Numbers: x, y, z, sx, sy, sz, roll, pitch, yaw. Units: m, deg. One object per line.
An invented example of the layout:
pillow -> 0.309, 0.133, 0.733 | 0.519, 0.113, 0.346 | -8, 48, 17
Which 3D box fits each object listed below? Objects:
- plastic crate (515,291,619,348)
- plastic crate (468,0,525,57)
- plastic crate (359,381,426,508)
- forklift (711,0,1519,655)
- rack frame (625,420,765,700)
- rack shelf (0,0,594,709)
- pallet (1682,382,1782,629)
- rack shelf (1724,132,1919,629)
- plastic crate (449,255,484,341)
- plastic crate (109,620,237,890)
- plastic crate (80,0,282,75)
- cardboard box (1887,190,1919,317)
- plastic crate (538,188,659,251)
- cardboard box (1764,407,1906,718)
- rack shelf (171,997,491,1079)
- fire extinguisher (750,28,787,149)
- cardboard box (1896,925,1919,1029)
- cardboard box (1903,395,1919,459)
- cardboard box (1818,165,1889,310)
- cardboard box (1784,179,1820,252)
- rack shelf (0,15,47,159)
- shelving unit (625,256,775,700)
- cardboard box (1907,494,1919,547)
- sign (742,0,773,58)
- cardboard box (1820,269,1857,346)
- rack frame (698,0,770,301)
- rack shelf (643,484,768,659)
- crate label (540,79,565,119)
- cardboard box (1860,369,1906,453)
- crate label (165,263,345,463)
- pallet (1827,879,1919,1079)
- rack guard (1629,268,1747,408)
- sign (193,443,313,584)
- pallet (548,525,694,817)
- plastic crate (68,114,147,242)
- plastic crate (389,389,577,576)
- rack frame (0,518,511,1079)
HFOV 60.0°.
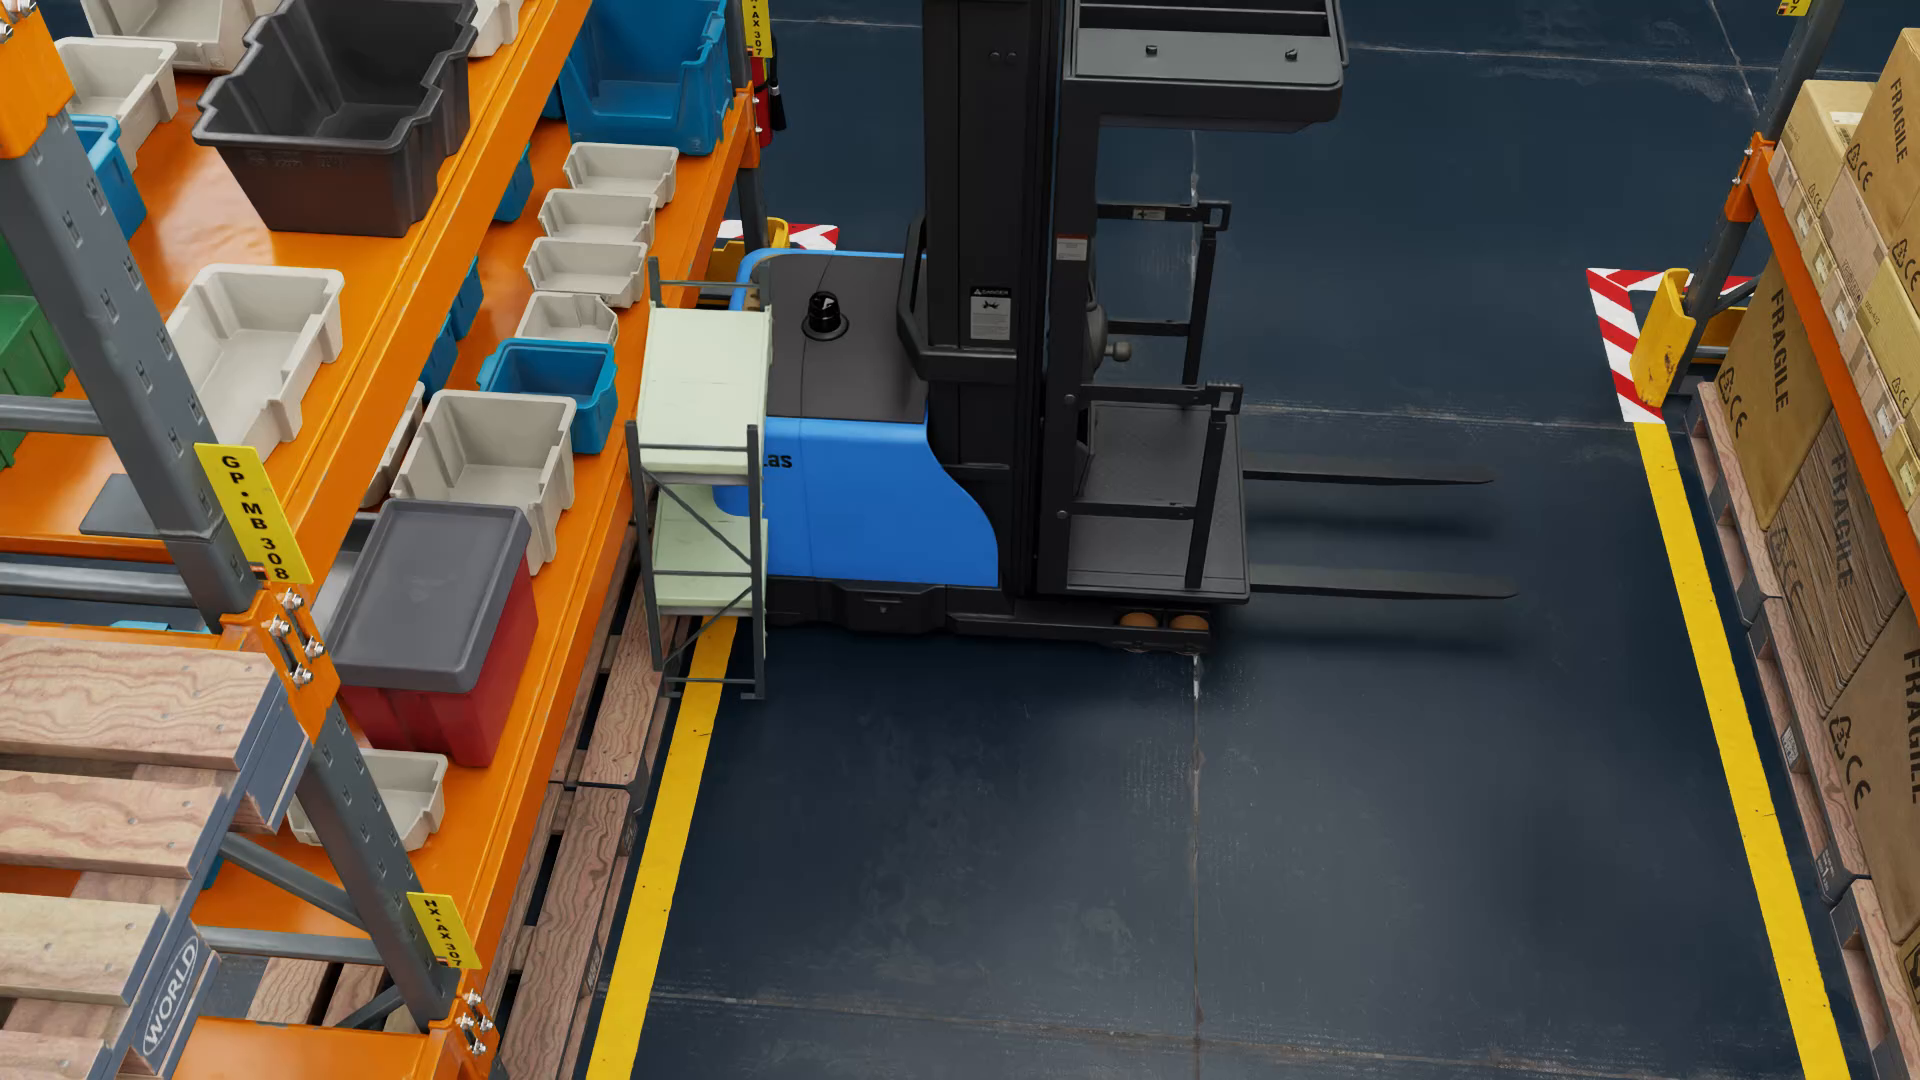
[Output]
plastic crate -> -1.288, -0.684, 5.507 | 0.298, 0.136, 0.250 | 4, 48, 4
plastic crate -> -1.284, -1.389, 4.160 | 0.437, 0.136, 0.530 | 4, 48, 4
plastic crate -> -1.848, -0.293, 5.149 | 0.293, 0.136, 0.466 | 4, 48, 4
forklift -> 0.628, -0.957, 5.665 | 3.031, 2.935, 1.130 | 3, 48, 3
rack frame -> -0.872, 0.117, 5.625 | 0.400, 1.500, 0.023 | 2, 51, -4
rack shelf -> -1.526, -1.301, 4.388 | 1.077, 0.370, 4.000 | 4, 48, 4
pallet -> 3.594, -0.134, 6.756 | 1.003, 0.211, 1.213 | 4, 48, 4
rack shelf -> 3.407, 0.044, 5.190 | 1.077, 0.370, 4.000 | 4, 48, 4
plastic crate -> -1.814, -0.838, 5.582 | 0.416, 0.233, 0.300 | 4, 48, 4
plastic crate -> -2.005, 0.557, 4.204 | 0.392, 0.384, 0.575 | 4, 48, 4
plastic crate -> -1.853, -1.366, 4.040 | 0.437, 0.282, 0.530 | 4, 48, 4
cardboard box -> 3.190, -0.888, 4.947 | 0.500, 0.500, 0.500 | 3, 48, 2
plastic crate -> -1.278, -1.109, 5.895 | 0.396, 0.136, 0.243 | 4, 48, 4
cardboard box -> 3.528, 0.052, 5.851 | 0.875, 0.875, 0.875 | 4, 48, 4
rack shelf -> -1.890, 2.651, 2.806 | 1.077, 0.370, 4.000 | 4, 48, 4
fire extinguisher -> -0.877, -1.929, 6.813 | 0.296, 0.674, 0.183 | 4, 48, 4
cardboard box -> 3.364, 1.367, 4.648 | 0.875, 0.875, 0.875 | 4, 48, 4
cardboard box -> 3.144, -0.248, 4.870 | 0.500, 0.250, 0.500 | 3, 48, 3
cardboard box -> 3.236, -1.001, 5.559 | 0.500, 0.250, 0.500 | 3, 48, 3
cardboard box -> 3.206, -1.156, 5.971 | 0.380, 0.149, 0.250 | 3, 48, 3
rack shelf -> -1.890, 0.761, 0.740 | 1.077, 0.370, 4.000 | 4, 48, 4
shelving unit -> -0.881, -0.170, 5.853 | 0.431, 1.500, 0.755 | 2, 51, -4
cardboard box -> 3.067, -0.021, 4.933 | 0.380, 0.149, 0.250 | 5, 48, 4
sign -> -0.794, -2.031, 6.490 | 0.100, 0.325, 0.005 | 4, 48, 4
cardboard box -> 3.161, -0.776, 5.623 | 0.380, 0.149, 0.250 | 3, 48, 3
rack frame -> -1.343, -2.001, 6.573 | 1.000, 3.000, 0.127 | 4, 48, 4
rack shelf -> -0.906, 0.032, 6.107 | 0.431, 0.370, 0.720 | 2, 51, -4
crate label -> -1.694, -1.806, 6.467 | 0.416, 0.233, 0.303 | 4, 48, 4
cardboard box -> 3.113, -0.400, 5.279 | 0.380, 0.149, 0.250 | 3, 48, 3
crate label -> -1.375, -0.325, 3.187 | 0.293, 0.136, 0.466 | 4, 48, 4
pallet -> 3.372, 1.659, 5.116 | 1.003, 0.211, 1.213 | 4, 48, 4
rack guard -> 3.591, -0.842, 7.207 | 1.175, 0.500, 0.348 | 4, 48, 4
sign -> -1.160, -0.039, 2.740 | 0.100, 0.325, 0.005 | 4, 48, 4
pallet -> -1.571, 0.437, 6.233 | 1.003, 0.211, 1.213 | 4, 48, 4
plastic crate -> -1.943, -0.708, 3.471 | 0.416, 0.233, 0.300 | 4, 48, 4
plastic crate -> -1.385, -0.152, 4.922 | 0.437, 0.282, 0.530 | 4, 48, 4
rack frame -> -1.708, 0.938, 3.885 | 1.000, 3.000, 0.127 | 4, 48, 4
